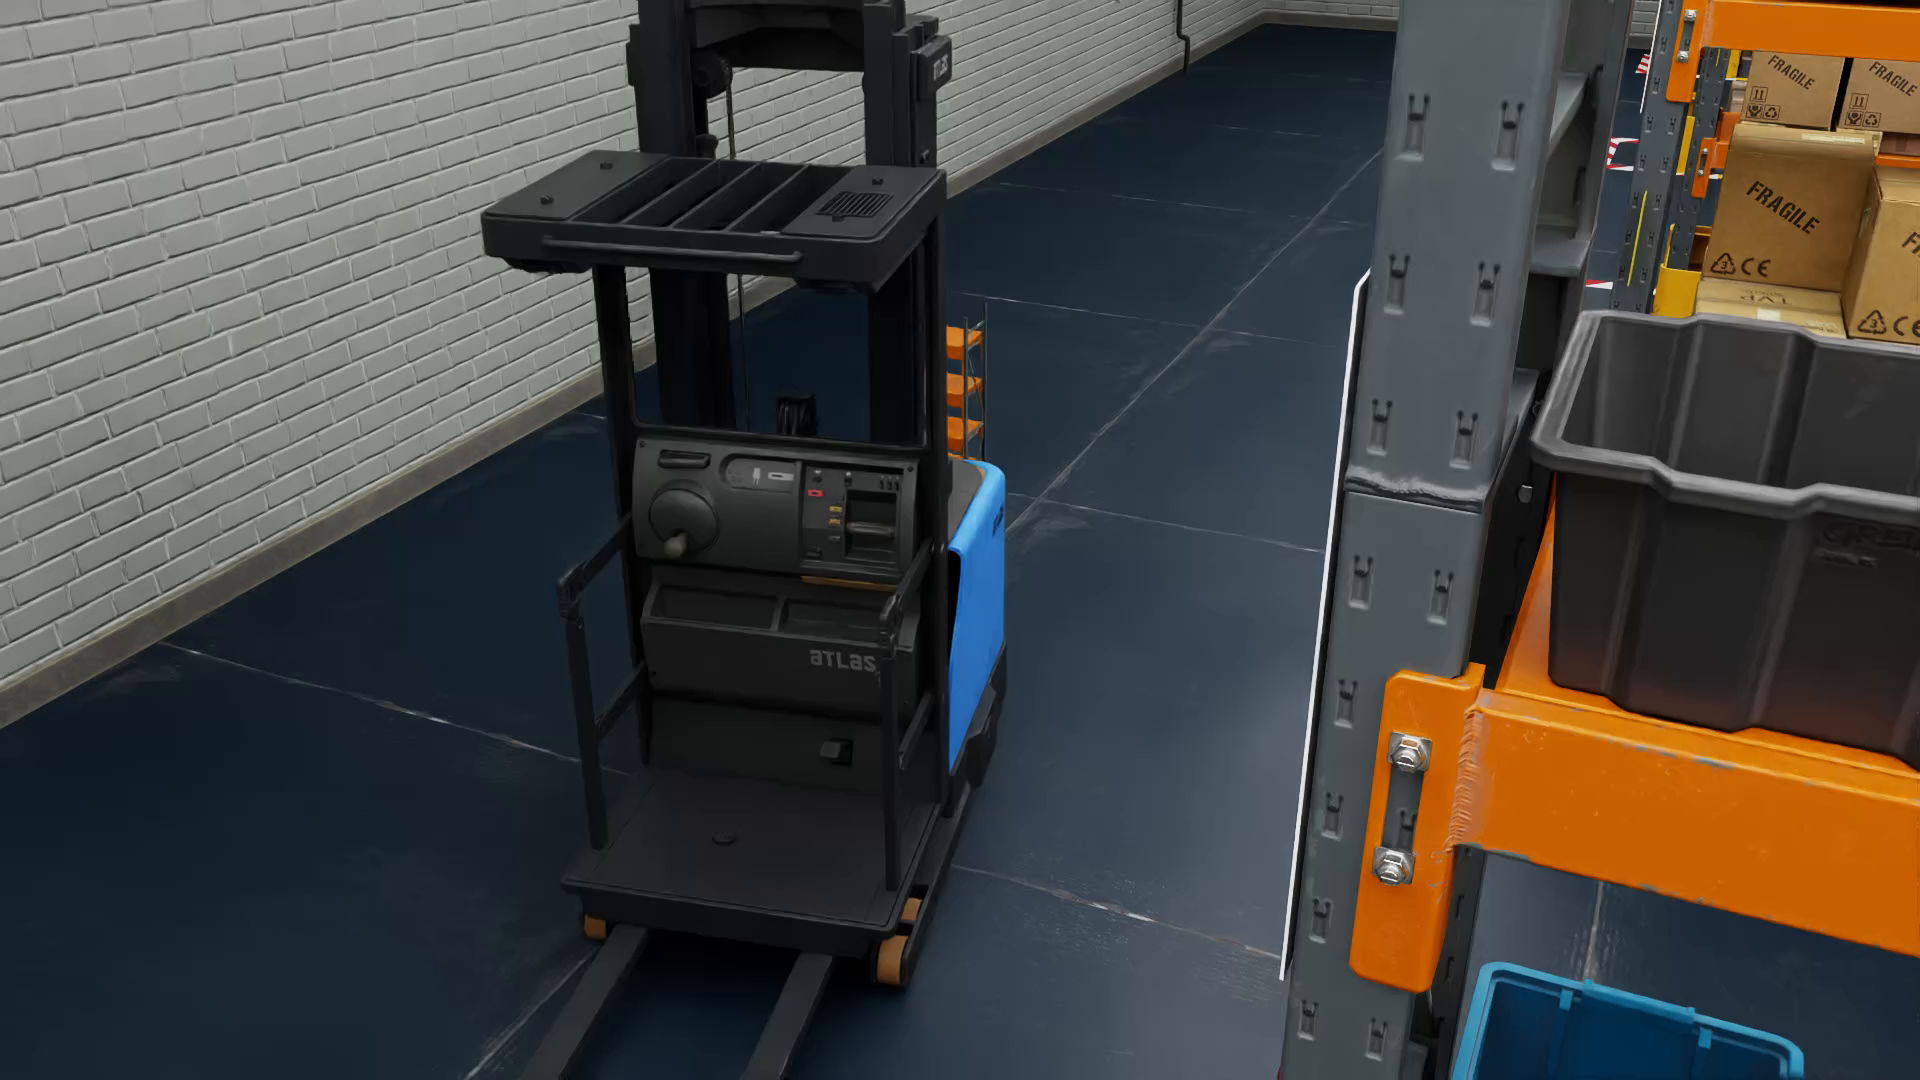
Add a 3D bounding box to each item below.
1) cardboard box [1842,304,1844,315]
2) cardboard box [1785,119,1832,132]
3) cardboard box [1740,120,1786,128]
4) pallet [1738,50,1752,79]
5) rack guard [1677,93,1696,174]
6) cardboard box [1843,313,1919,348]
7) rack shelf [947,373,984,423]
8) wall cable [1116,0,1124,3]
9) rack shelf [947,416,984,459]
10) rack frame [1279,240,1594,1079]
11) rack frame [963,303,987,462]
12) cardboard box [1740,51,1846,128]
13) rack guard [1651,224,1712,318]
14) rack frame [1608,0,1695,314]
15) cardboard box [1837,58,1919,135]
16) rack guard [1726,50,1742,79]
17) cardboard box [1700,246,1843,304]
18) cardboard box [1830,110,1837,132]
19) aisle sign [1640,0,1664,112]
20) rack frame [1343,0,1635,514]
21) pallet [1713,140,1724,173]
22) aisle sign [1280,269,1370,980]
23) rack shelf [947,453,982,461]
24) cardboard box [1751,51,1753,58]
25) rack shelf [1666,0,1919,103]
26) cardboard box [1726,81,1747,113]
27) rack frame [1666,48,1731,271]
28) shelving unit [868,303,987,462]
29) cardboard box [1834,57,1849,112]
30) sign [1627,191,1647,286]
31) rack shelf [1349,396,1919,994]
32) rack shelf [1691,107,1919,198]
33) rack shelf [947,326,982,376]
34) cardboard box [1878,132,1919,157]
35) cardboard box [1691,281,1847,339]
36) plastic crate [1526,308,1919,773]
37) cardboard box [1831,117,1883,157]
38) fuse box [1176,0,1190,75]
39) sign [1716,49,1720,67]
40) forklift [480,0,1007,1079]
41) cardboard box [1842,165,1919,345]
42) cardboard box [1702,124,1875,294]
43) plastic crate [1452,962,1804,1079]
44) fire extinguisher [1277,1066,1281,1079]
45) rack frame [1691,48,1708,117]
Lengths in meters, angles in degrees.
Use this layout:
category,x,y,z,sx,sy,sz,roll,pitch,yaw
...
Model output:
category,x,y,z,sx,sy,sz,roll,pitch,yaw
cardboard box,3.685,-0.873,6.460,0.500,0.250,0.500,11,28,21
cardboard box,5.226,-2.524,10.265,0.250,0.149,0.380,12,29,24
cardboard box,4.977,-2.554,10.325,0.250,0.149,0.380,11,28,21
pallet,9.621,-5.452,19.086,1.213,0.211,1.003,11,28,22
rack guard,6.753,-3.749,15.299,0.348,0.500,1.175,11,28,22
cardboard box,3.474,-0.659,6.026,0.500,0.250,0.500,11,28,21
rack shelf,-0.151,-0.709,7.977,0.480,0.148,0.258,11,28,22
wall cable,1.632,-6.358,16.582,0.123,1.953,0.585,11,28,22
rack shelf,-0.151,-0.508,8.076,0.480,0.148,0.258,11,28,22
rack frame,0.622,1.110,2.600,0.127,3.000,1.000,11,28,22
rack frame,0.071,-0.524,7.956,0.015,1.200,0.240,11,28,22
cardboard box,5.112,-2.843,10.178,0.500,0.500,0.500,13,29,24
rack guard,4.887,-1.722,11.182,0.348,0.500,1.175,11,28,22
rack frame,2.672,-0.882,6.645,0.127,3.000,1.000,11,28,22
cardboard box,5.610,-2.755,10.000,0.500,0.500,0.500,11,28,22
rack guard,8.895,-5.727,19.317,0.348,0.500,1.175,11,28,22
cardboard box,3.223,-0.966,6.649,0.500,0.250,0.500,11,28,21
cardboard box,5.677,-2.698,10.619,0.250,0.149,0.380,11,28,21
aisle sign,2.483,-1.940,5.852,0.004,0.787,0.394,11,28,22
rack frame,0.622,-1.582,1.275,0.127,3.000,1.000,11,28,22
pallet,7.535,-3.500,15.121,1.213,0.211,1.003,11,28,22
aisle sign,0.434,0.050,1.810,0.004,0.787,0.394,11,28,22
rack shelf,-0.151,-0.330,8.164,0.480,0.148,0.258,11,28,22
cardboard box,9.343,-5.781,18.947,0.637,0.503,0.797,10,28,20
rack shelf,4.493,-1.539,5.398,4.000,0.370,1.077,11,28,22
cardboard box,7.417,-3.825,15.048,0.875,0.438,0.875,10,28,20
rack frame,4.818,-2.857,10.658,0.127,3.000,1.000,11,28,22
shelving unit,-0.151,-0.569,8.046,0.503,1.200,0.258,11,28,22
cardboard box,5.800,-2.961,10.418,0.500,0.500,0.500,11,28,21
sign,2.437,-1.083,5.985,0.005,0.325,0.100,11,28,22
rack shelf,2.443,0.453,1.353,4.000,0.370,1.077,11,28,22
rack shelf,6.638,-2.169,10.074,4.000,0.370,1.077,11,28,22
rack shelf,-0.151,-0.921,7.873,0.480,0.148,0.258,11,28,22
cardboard box,5.741,-2.461,10.137,0.250,0.149,0.380,13,29,24
cardboard box,2.998,-0.751,6.213,0.500,0.250,0.500,11,28,20
plastic crate,0.857,0.005,1.595,0.590,0.269,0.497,11,28,22
cardboard box,5.448,-2.453,10.121,0.250,0.149,0.380,11,28,20
fuse box,2.634,-6.128,18.759,0.414,1.711,0.539,11,28,22
sign,4.593,-3.028,10.023,0.005,0.325,0.100,11,28,22
forklift,-0.634,-0.066,5.066,1.130,2.935,3.031,6,27,11
cardboard box,3.453,-0.996,5.862,0.500,0.500,0.500,11,28,21
cardboard box,3.225,-1.301,6.480,0.500,0.500,0.500,12,29,22
plastic crate,1.004,1.053,2.607,0.499,0.435,0.616,11,28,22
fire extinguisher,0.673,1.102,3.126,0.183,0.674,0.296,11,28,22
rack frame,6.775,-4.866,14.738,0.127,3.000,1.000,11,28,22
